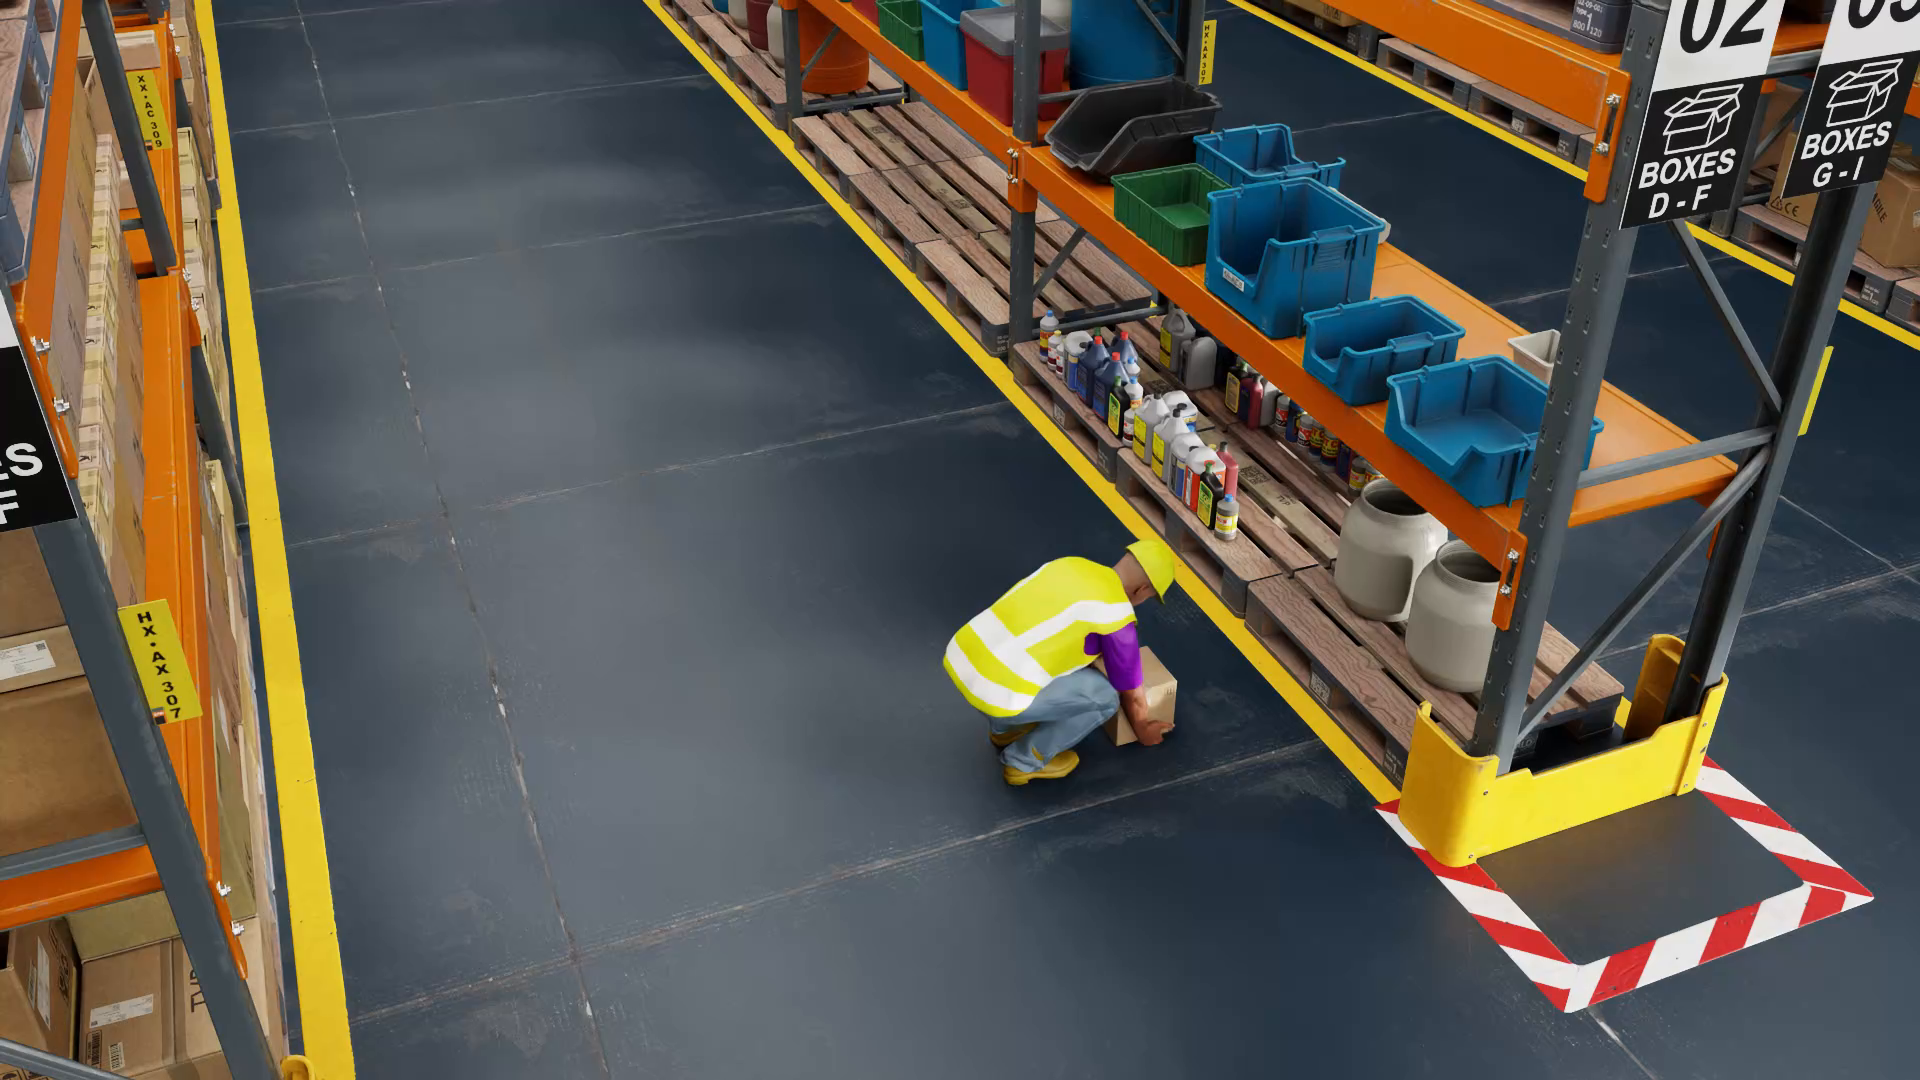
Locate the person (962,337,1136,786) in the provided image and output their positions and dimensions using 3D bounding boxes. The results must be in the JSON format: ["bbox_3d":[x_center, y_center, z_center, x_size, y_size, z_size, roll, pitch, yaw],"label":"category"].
[{"bbox_3d":[0.308,0.067,6.028,0.585,1.752,0.503,-14,36,-20],"label":"person"}]
